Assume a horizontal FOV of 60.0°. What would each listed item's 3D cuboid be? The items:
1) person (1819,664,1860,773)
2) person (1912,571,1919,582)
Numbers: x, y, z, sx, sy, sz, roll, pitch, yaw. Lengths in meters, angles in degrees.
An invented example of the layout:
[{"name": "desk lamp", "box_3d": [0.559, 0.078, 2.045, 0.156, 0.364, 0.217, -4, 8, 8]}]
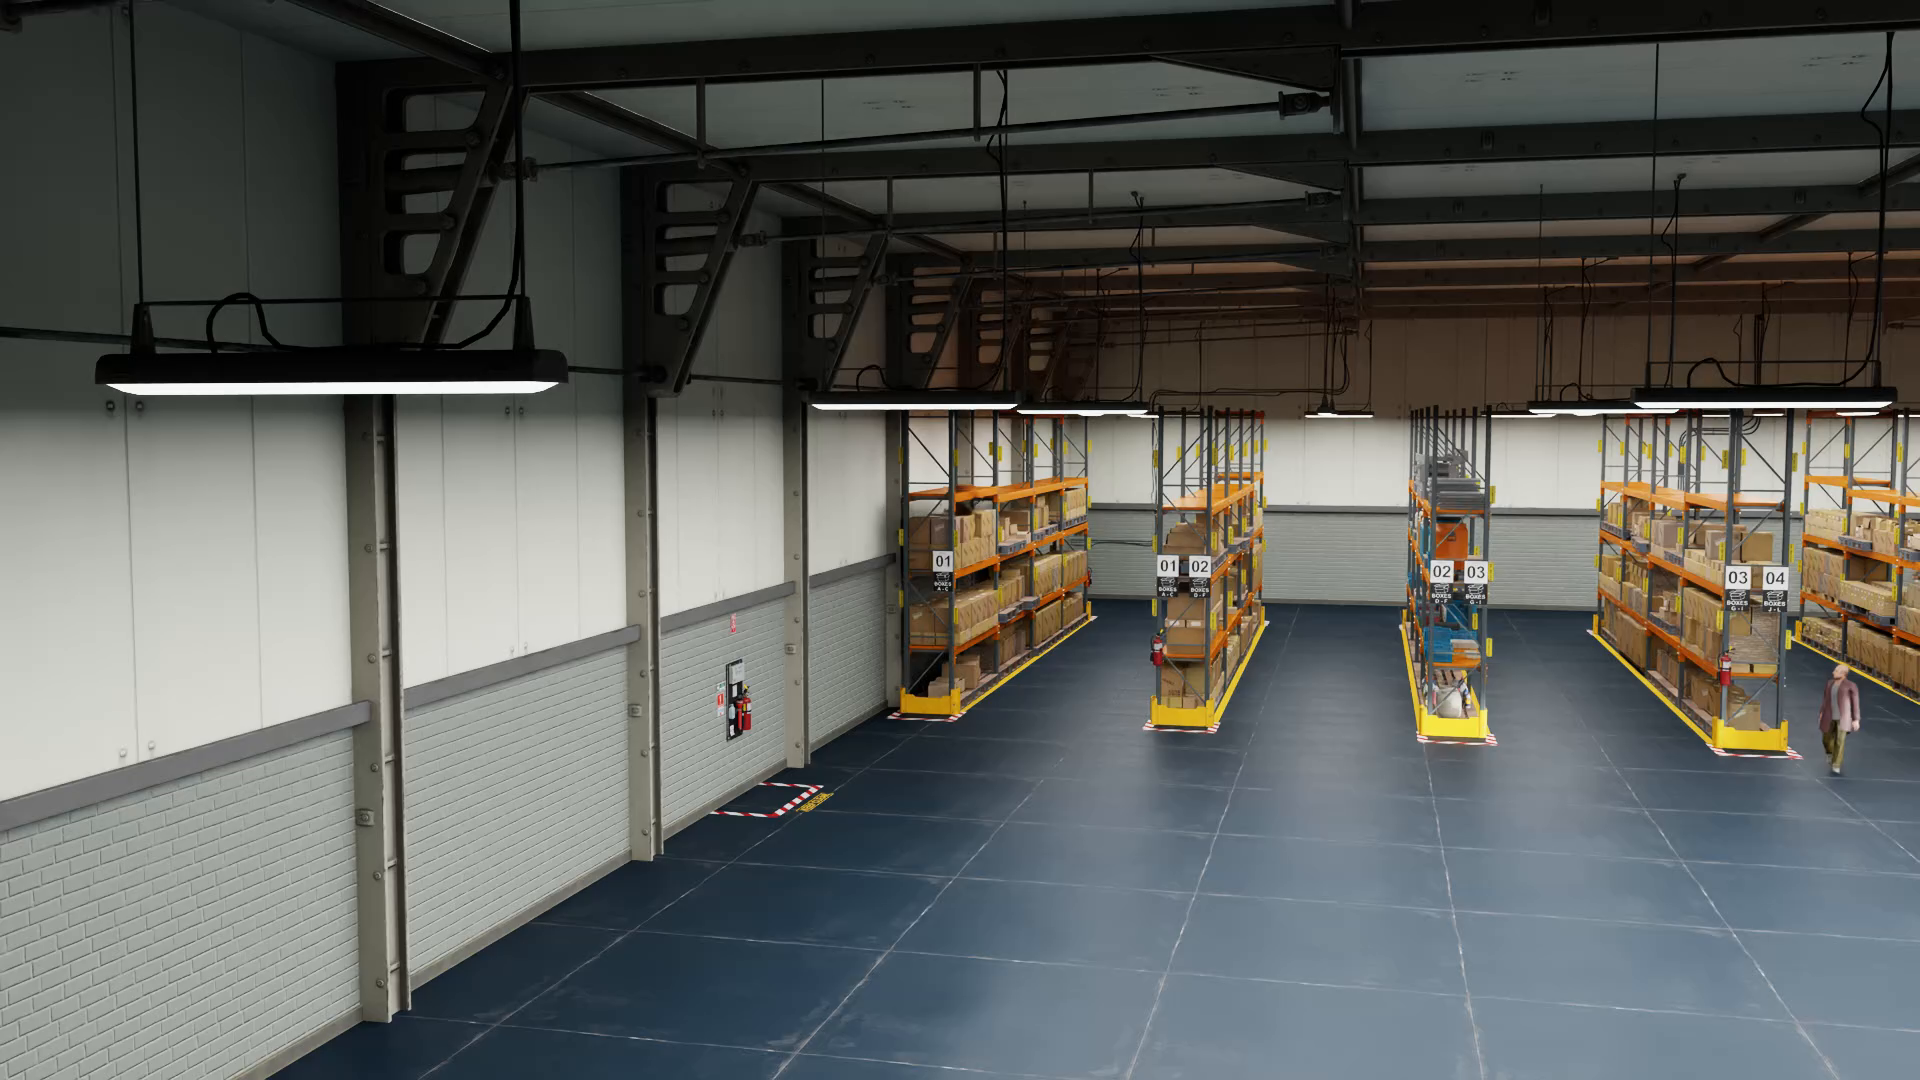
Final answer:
[{"name": "person", "box_3d": [14.348, 2.943, 27.128, 0.613, 1.656, 0.933, 3, 5, 33]}, {"name": "person", "box_3d": [25.969, 1.654, 45.065, 0.806, 1.644, 0.521, 0, 4, 7]}]
